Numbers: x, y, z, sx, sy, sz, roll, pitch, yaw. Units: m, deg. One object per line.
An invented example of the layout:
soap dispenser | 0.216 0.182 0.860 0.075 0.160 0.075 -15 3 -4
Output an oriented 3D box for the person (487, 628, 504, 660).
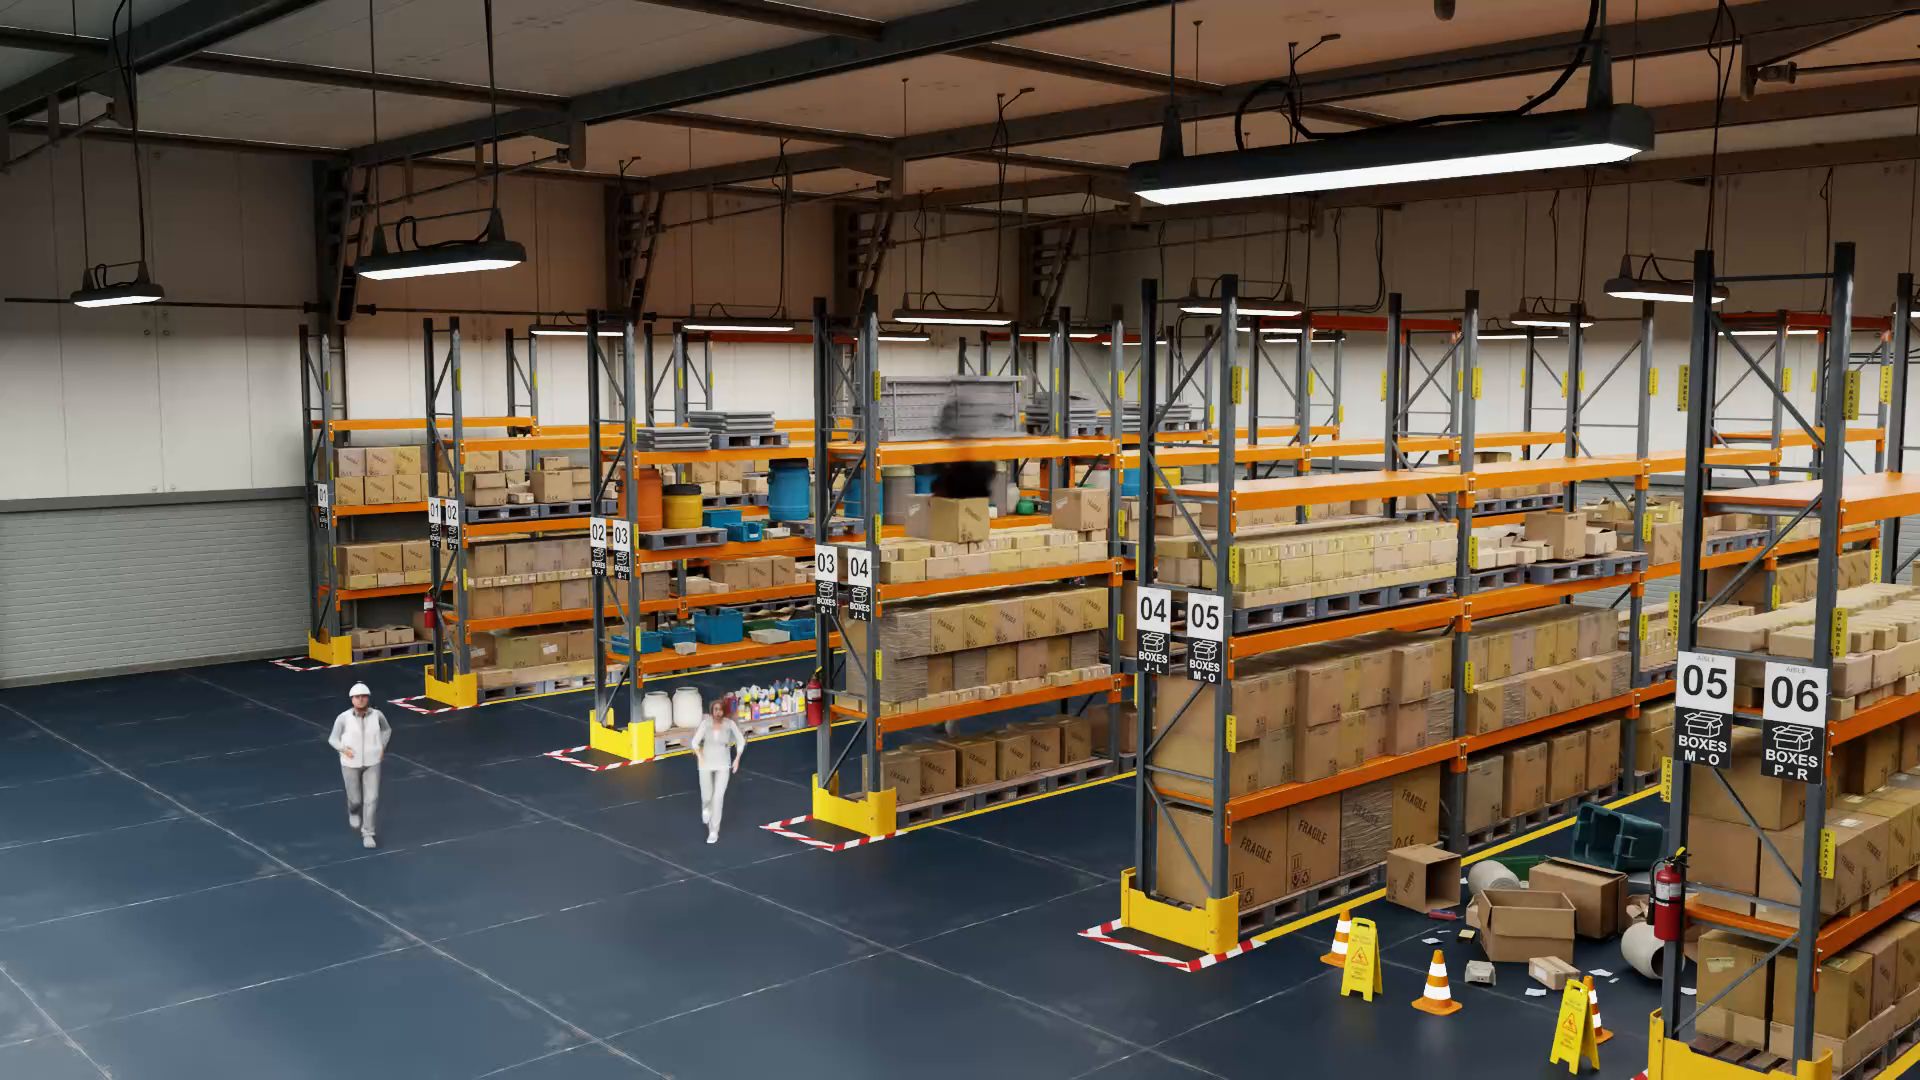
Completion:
person | -7.981 1.477 28.438 0.593 1.630 0.562 6 8 44

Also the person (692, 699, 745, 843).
person | -2.687 2.523 18.515 0.585 1.579 0.702 -1 6 -13

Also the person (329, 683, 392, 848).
person | -6.548 2.438 18.218 0.670 1.749 0.880 -3 6 -26

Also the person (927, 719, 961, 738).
person | -0.200 2.121 22.211 0.592 1.616 0.588 5 8 41
